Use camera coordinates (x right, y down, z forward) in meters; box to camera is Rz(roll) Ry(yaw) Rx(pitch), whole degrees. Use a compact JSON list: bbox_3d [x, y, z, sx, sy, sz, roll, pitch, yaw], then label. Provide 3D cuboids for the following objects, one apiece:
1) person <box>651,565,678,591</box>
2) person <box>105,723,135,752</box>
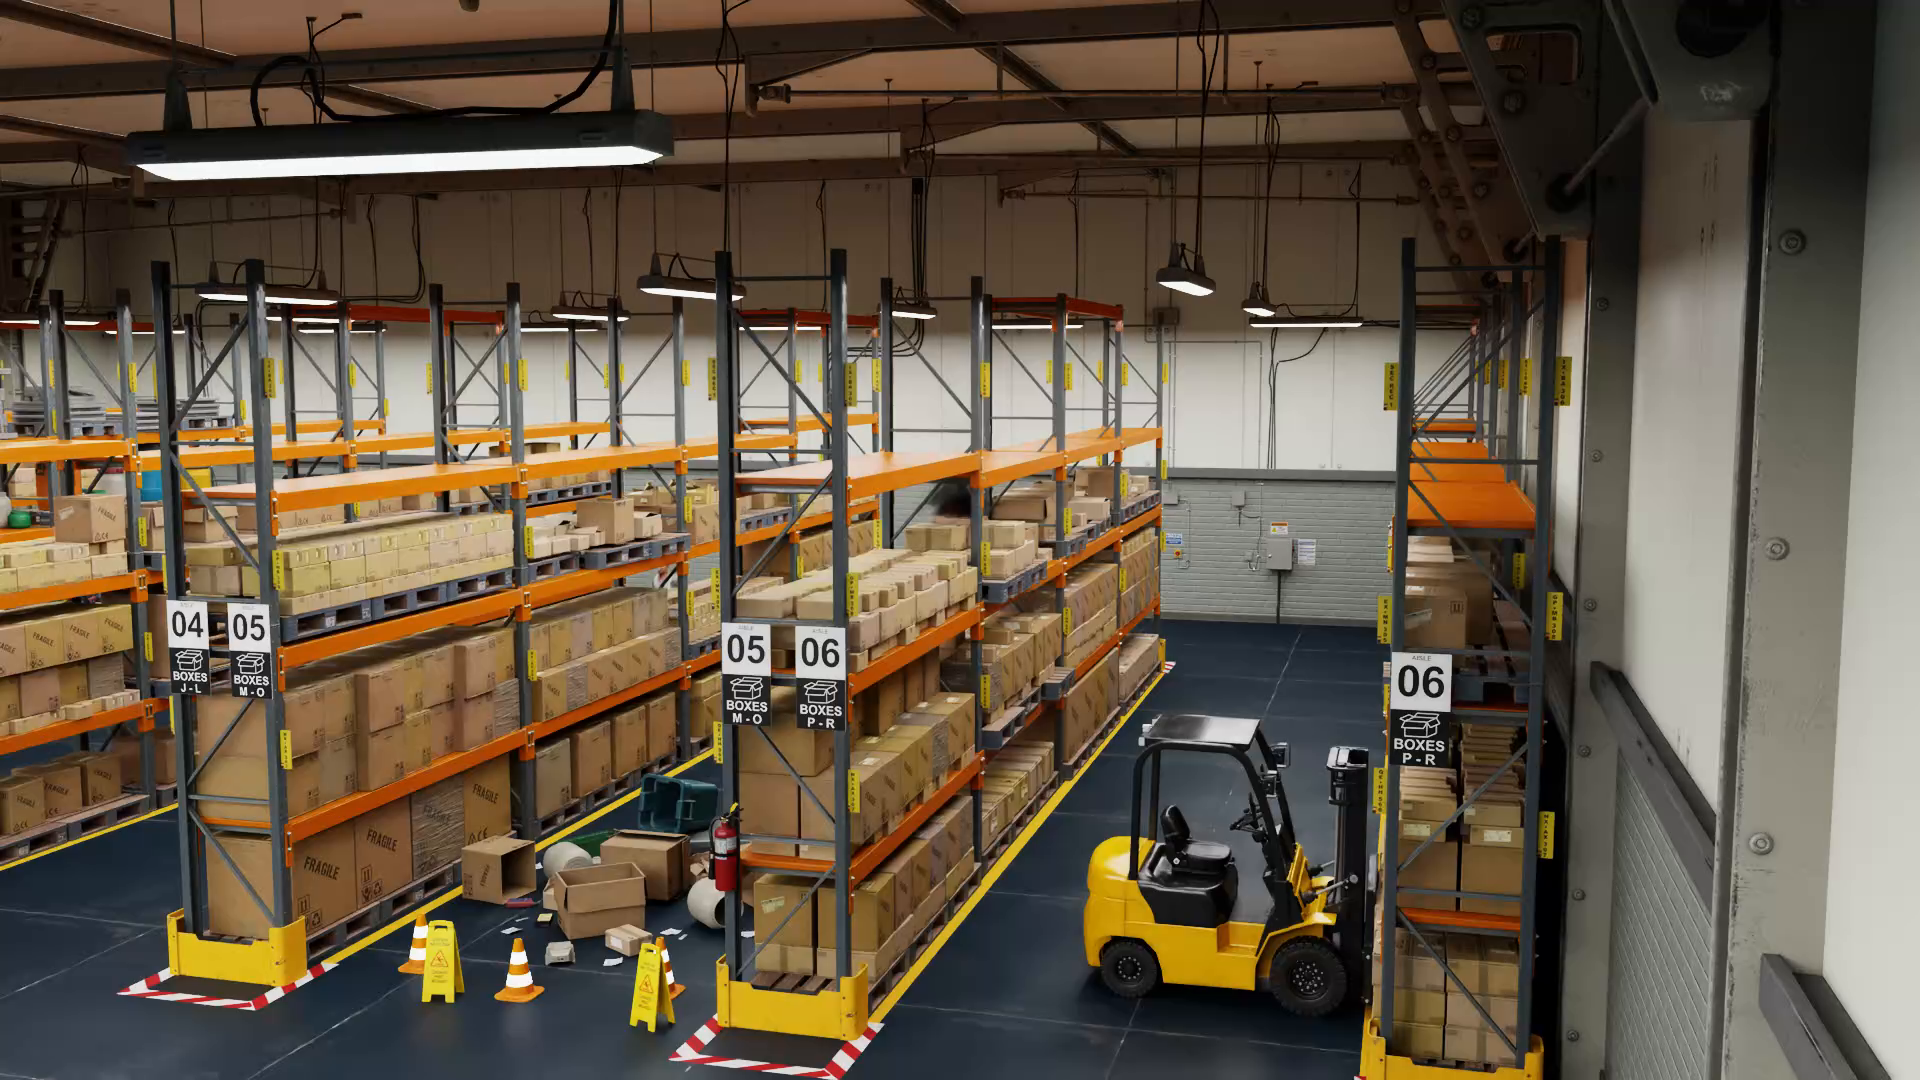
[{"bbox_3d":[-5.214,1.193,29.508,0.661,1.720,0.636,2,6,19],"label":"person"},{"bbox_3d":[-10.896,2.044,21.416,0.577,1.715,0.907,1,6,12],"label":"person"}]
